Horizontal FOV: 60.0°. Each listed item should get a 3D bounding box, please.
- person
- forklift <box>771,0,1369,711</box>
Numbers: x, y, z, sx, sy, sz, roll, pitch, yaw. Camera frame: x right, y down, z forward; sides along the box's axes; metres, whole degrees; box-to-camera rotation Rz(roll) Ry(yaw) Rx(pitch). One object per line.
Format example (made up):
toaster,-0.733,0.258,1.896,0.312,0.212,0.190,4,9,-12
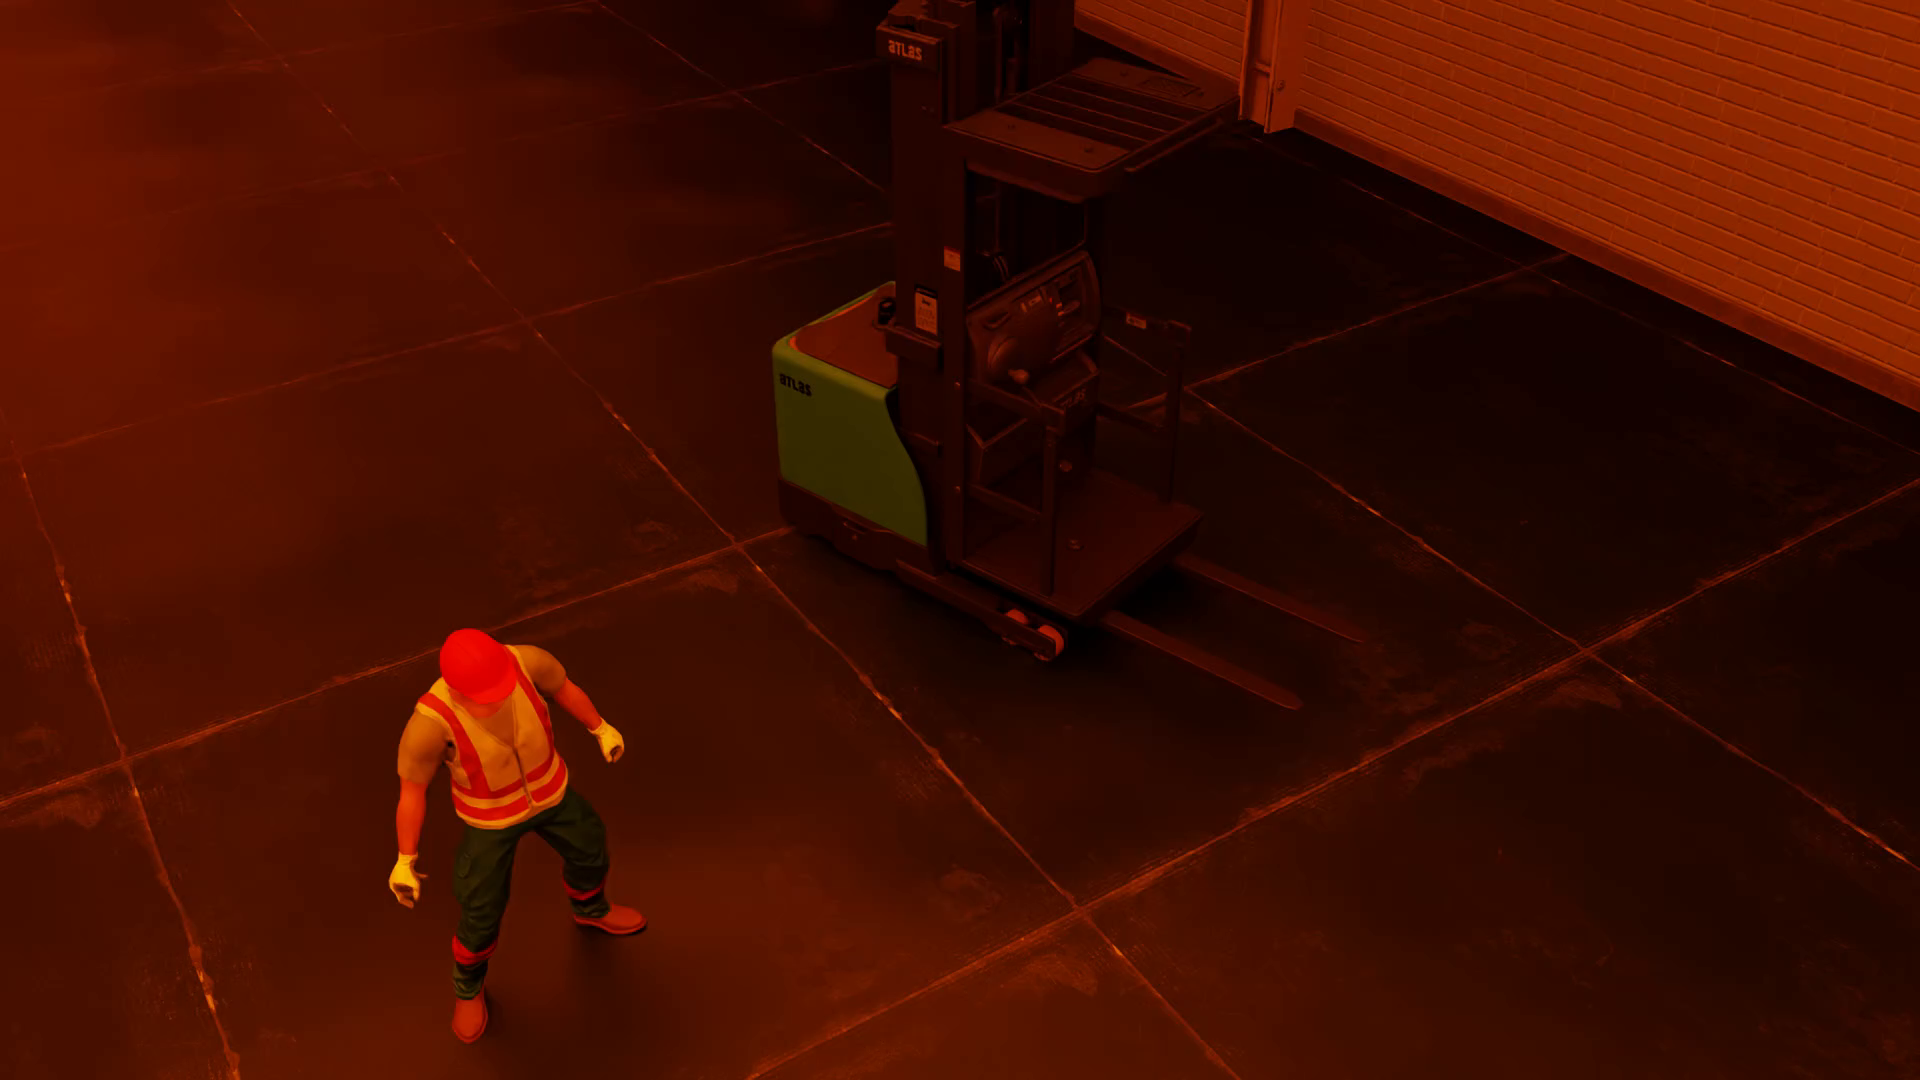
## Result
person,-1.564,0.958,5.843,0.953,1.735,0.437,-28,44,-34
forklift,0.509,-0.972,7.531,3.031,2.935,1.130,25,42,31
